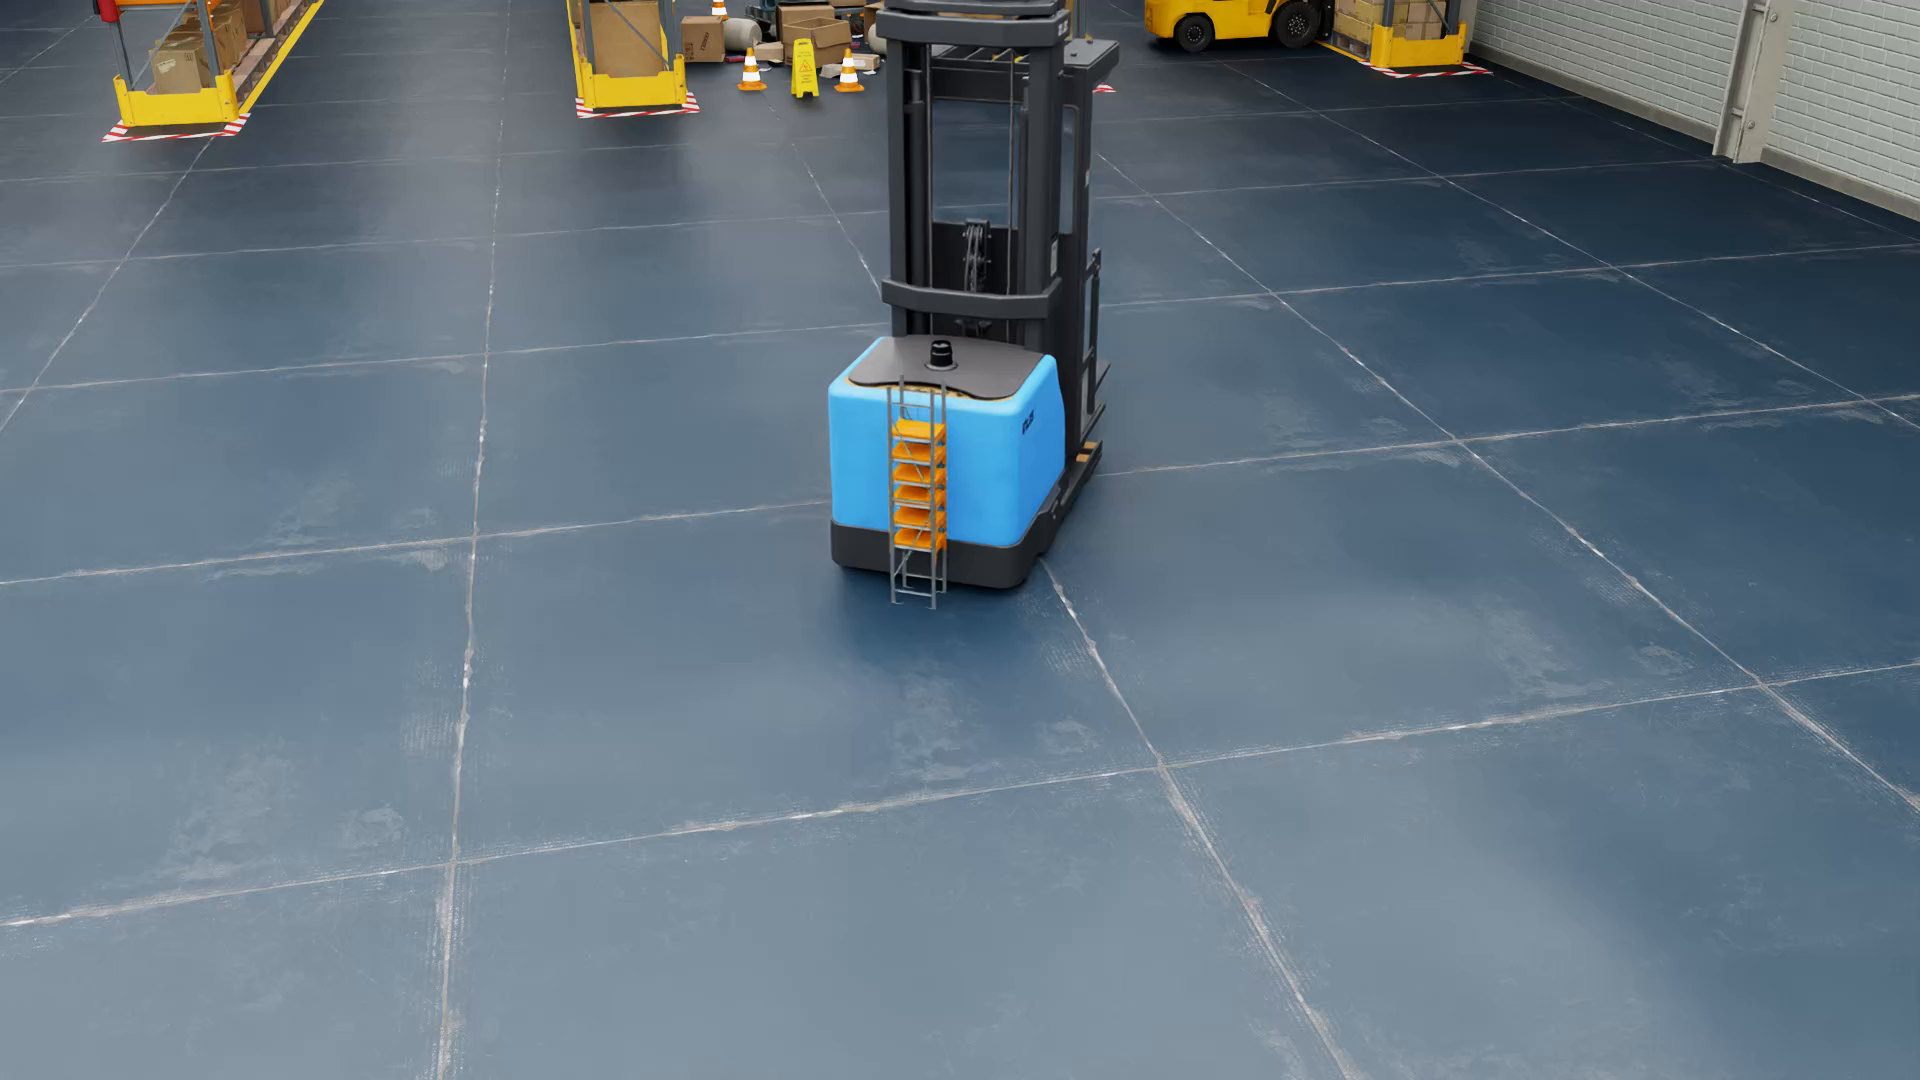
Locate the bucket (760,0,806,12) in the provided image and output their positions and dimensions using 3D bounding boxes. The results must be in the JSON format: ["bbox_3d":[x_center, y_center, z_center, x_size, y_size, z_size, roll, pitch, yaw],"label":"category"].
[{"bbox_3d":[-2.398,-7.575,22.874,0.726,0.611,0.620,3,17,6],"label":"bucket"}]

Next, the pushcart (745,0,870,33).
[{"bbox_3d":[-2.085,-7.306,23.306,1.648,0.377,0.936,-16,31,-29],"label":"pushcart"}]

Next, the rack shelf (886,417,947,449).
[{"bbox_3d":[-0.213,-0.512,8.233,0.258,0.103,0.180,8,28,15],"label":"rack shelf"}]

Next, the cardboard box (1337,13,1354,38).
[{"bbox_3d":[5.345,-6.833,22.044,0.500,0.250,0.500,-6,27,-12],"label":"cardboard box"}]

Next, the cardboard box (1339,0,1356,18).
[{"bbox_3d":[5.345,-7.066,21.951,0.500,0.250,0.500,-6,27,-12],"label":"cardboard box"}]

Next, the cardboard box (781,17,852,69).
[{"bbox_3d":[-1.836,-6.373,21.319,0.637,0.503,0.797,19,32,32],"label":"cardboard box"}]

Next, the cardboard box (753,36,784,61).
[{"bbox_3d":[-2.493,-6.395,21.625,0.396,0.266,0.258,-1,27,-3],"label":"cardboard box"}]

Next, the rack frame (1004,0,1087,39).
[{"bbox_3d":[1.027,-6.974,19.738,1.000,3.000,0.127,-6,27,-12],"label":"rack frame"}]

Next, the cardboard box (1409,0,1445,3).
[{"bbox_3d":[5.938,-7.116,21.496,0.500,0.250,0.500,-6,27,-12],"label":"cardboard box"}]

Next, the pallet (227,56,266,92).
[{"bbox_3d":[-9.066,-5.651,20.211,1.003,0.211,1.213,-6,27,-12],"label":"pallet"}]

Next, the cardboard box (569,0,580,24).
[{"bbox_3d":[-4.902,-7.629,23.067,1.050,0.750,0.750,-6,27,-12],"label":"cardboard box"}]

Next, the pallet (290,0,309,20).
[{"bbox_3d":[-10.257,-7.892,24.651,1.003,0.211,1.213,-6,27,-12],"label":"pallet"}]

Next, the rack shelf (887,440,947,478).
[{"bbox_3d":[-0.213,-0.405,8.287,0.258,0.103,0.180,8,28,15],"label":"rack shelf"}]

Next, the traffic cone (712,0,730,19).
[{"bbox_3d":[-3.506,-7.792,24.175,0.336,0.463,0.334,-6,27,-12],"label":"traffic cone"}]

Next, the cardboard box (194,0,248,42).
[{"bbox_3d":[-9.479,-6.616,21.336,0.500,0.500,0.500,-7,28,-13],"label":"cardboard box"}]

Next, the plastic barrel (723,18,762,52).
[{"bbox_3d":[-2.925,-6.691,22.036,0.512,0.421,0.421,13,30,24],"label":"plastic barrel"}]

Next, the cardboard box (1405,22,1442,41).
[{"bbox_3d":[5.942,-6.675,21.731,0.500,0.250,0.500,-6,27,-11],"label":"cardboard box"}]

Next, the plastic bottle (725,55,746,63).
[{"bbox_3d":[-2.882,-6.225,21.516,0.283,0.061,0.133,-16,31,-29],"label":"plastic bottle"}]

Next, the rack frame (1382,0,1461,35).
[{"bbox_3d":[5.862,-7.480,20.740,1.000,3.000,0.127,-6,27,-12],"label":"rack frame"}]

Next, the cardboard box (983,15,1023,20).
[{"bbox_3d":[0.592,-6.594,20.738,0.500,0.500,0.500,-6,27,-11],"label":"cardboard box"}]

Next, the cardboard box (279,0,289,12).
[{"bbox_3d":[-9.989,-7.778,23.616,0.700,0.500,0.500,-4,27,-7],"label":"cardboard box"}]

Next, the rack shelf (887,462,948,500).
[{"bbox_3d":[-0.213,-0.298,8.341,0.258,0.103,0.180,8,28,15],"label":"rack shelf"}]

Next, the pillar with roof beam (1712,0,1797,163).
[{"bbox_3d":[3.741,-7.484,14.090,9.100,9.000,0.400,-6,27,-12],"label":"pillar with roof beam"}]

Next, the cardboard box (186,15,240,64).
[{"bbox_3d":[-9.126,-6.100,20.315,0.500,0.500,0.500,-8,28,-16],"label":"cardboard box"}]

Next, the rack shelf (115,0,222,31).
[{"bbox_3d":[-9.079,-6.524,19.646,1.077,0.370,4.000,-6,27,-12],"label":"rack shelf"}]

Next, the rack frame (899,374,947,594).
[{"bbox_3d":[-0.186,-0.270,8.453,0.240,1.200,0.006,8,28,15],"label":"rack frame"}]

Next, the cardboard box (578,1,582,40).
[{"bbox_3d":[-4.601,-7.139,21.956,0.875,0.875,0.875,-6,27,-11],"label":"cardboard box"}]

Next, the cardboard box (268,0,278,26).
[{"bbox_3d":[-9.736,-7.287,22.644,0.700,0.500,0.500,-6,27,-12],"label":"cardboard box"}]

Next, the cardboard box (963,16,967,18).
[{"bbox_3d":[0.350,-6.719,21.818,0.500,0.250,0.500,-7,28,-13],"label":"cardboard box"}]

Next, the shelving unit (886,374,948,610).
[{"bbox_3d":[-0.213,-0.231,8.375,0.258,1.200,0.189,8,28,15],"label":"shelving unit"}]

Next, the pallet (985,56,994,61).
[{"bbox_3d":[0.861,-6.123,21.146,1.003,0.211,1.213,-6,27,-12],"label":"pallet"}]

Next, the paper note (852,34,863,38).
[{"bbox_3d":[-1.418,-6.999,23.082,0.148,0.019,0.142,-6,27,-12],"label":"paper note"}]

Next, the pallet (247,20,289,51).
[{"bbox_3d":[-9.707,-6.820,22.528,1.003,0.211,1.213,-6,27,-12],"label":"pallet"}]

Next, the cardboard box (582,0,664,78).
[{"bbox_3d":[-3.990,-5.957,19.615,0.875,0.875,0.875,-6,27,-11],"label":"cardboard box"}]

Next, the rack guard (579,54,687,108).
[{"bbox_3d":[-3.768,-5.300,19.197,1.175,0.500,0.348,-6,27,-12],"label":"rack guard"}]

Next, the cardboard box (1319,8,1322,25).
[{"bbox_3d":[5.102,-7.279,22.929,0.500,0.250,0.500,-5,27,-10],"label":"cardboard box"}]

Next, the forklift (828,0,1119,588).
[{"bbox_3d":[0.233,-1.703,9.371,1.130,2.935,3.031,8,28,15],"label":"forklift"}]

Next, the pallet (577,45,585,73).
[{"bbox_3d":[-4.301,-6.060,21.021,1.003,0.211,1.213,-6,27,-12],"label":"pallet"}]

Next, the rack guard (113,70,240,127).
[{"bbox_3d":[-8.646,-4.885,18.374,1.175,0.500,0.348,-6,27,-12],"label":"rack guard"}]

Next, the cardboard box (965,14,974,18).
[{"bbox_3d":[0.364,-7.045,21.632,0.500,0.500,0.500,-7,28,-13],"label":"cardboard box"}]

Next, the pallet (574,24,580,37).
[{"bbox_3d":[-4.922,-7.269,23.418,1.003,0.211,1.213,-6,27,-12],"label":"pallet"}]

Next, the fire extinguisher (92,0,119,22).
[{"bbox_3d":[-9.052,-5.836,17.569,0.296,0.674,0.183,-6,27,-12],"label":"fire extinguisher"}]

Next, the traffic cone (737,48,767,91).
[{"bbox_3d":[-2.509,-5.672,19.973,0.336,0.463,0.334,-6,27,-12],"label":"traffic cone"}]

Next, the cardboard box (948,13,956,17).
[{"bbox_3d":[0.126,-7.170,22.712,0.500,0.250,0.500,-4,27,-9],"label":"cardboard box"}]

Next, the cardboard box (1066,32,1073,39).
[{"bbox_3d":[1.114,-6.316,21.020,0.500,0.250,0.500,-6,27,-12],"label":"cardboard box"}]

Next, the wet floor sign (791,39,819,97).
[{"bbox_3d":[-1.838,-5.564,19.558,0.267,0.644,0.232,-11,29,-20],"label":"wet floor sign"}]

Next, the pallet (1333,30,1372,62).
[{"bbox_3d":[5.649,-6.566,22.025,1.003,0.211,1.213,-6,27,-12],"label":"pallet"}]

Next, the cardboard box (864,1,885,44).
[{"bbox_3d":[-0.959,-7.007,22.574,0.500,0.500,0.500,13,30,24],"label":"cardboard box"}]

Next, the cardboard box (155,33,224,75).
[{"bbox_3d":[-8.921,-5.574,19.272,0.500,0.500,0.500,1,27,2],"label":"cardboard box"}]

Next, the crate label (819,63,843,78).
[{"bbox_3d":[-1.569,-5.831,20.650,0.250,0.136,0.298,-23,35,-38],"label":"crate label"}]

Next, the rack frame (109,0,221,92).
[{"bbox_3d":[-8.628,-5.968,17.744,1.000,3.000,0.127,-6,27,-12],"label":"rack frame"}]

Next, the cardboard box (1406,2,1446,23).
[{"bbox_3d":[5.958,-6.890,21.603,0.500,0.250,0.500,-5,27,-11],"label":"cardboard box"}]
